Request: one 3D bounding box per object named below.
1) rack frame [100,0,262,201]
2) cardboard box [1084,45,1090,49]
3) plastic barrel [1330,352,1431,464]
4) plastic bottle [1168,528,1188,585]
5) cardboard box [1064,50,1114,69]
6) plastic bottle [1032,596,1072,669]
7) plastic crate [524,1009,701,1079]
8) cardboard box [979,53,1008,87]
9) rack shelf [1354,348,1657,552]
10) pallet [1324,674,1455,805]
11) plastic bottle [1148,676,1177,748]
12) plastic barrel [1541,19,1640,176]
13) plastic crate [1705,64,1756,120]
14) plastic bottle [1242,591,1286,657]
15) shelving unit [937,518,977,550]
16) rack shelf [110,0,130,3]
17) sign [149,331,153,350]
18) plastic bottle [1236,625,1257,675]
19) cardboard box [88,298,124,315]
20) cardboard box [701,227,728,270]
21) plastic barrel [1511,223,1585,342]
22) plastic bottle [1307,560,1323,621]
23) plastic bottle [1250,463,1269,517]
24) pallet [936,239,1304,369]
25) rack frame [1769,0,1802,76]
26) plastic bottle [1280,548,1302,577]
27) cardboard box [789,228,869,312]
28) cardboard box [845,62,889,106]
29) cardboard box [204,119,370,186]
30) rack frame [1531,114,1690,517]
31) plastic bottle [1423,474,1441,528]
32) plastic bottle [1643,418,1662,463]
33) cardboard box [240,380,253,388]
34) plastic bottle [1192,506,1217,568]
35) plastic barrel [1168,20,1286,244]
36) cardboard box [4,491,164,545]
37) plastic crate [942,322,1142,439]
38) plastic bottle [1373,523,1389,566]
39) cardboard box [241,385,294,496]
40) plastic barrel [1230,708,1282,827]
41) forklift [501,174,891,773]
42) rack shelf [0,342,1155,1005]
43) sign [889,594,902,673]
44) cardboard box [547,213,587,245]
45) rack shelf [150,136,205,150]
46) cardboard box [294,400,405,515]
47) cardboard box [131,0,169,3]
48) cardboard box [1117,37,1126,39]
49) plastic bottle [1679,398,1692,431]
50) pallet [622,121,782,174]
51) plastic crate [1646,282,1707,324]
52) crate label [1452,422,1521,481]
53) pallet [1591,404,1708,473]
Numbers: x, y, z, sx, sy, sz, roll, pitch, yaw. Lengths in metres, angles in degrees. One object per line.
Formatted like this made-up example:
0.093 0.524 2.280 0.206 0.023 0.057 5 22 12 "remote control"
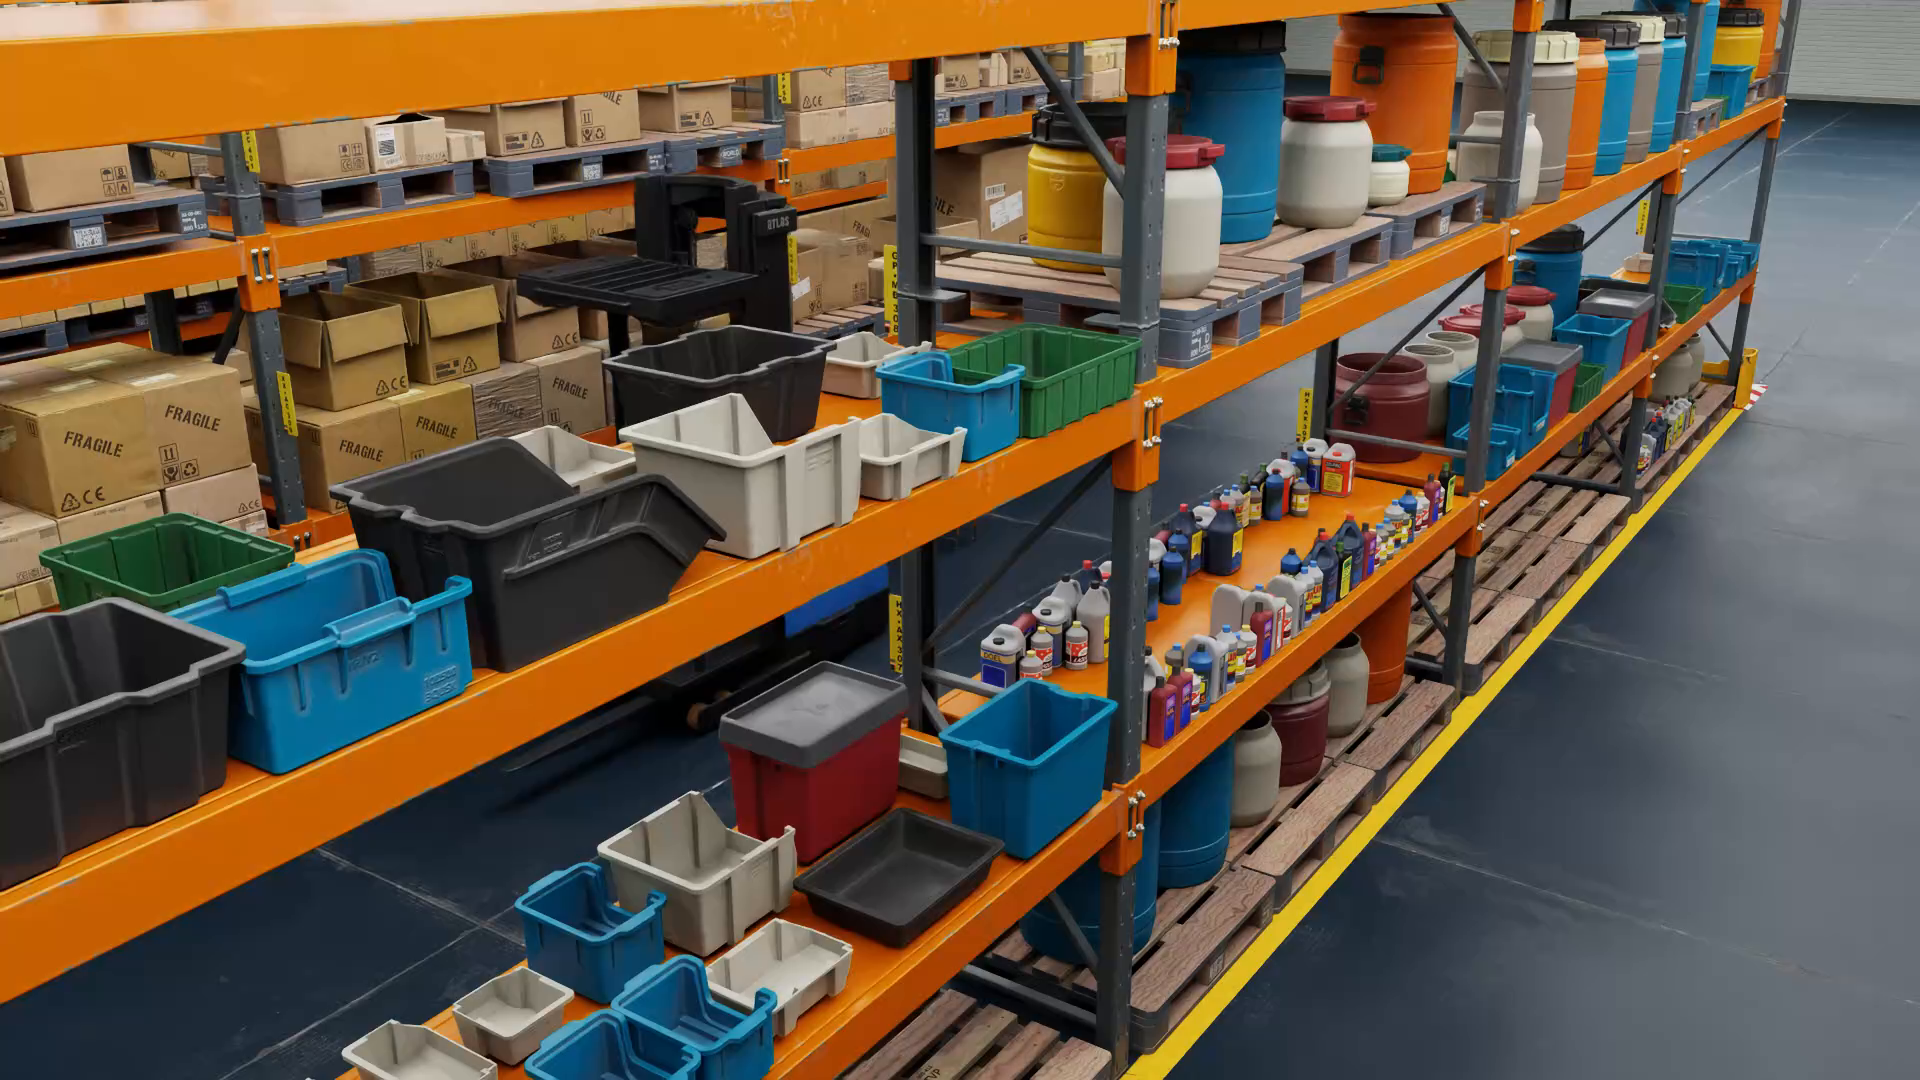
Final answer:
-3.877 -3.169 7.862 1.000 3.000 0.127 13 24 32 "rack frame"
0.993 -4.556 15.576 0.380 0.149 0.250 12 24 30 "cardboard box"
2.478 -0.793 9.890 0.600 0.536 0.708 13 24 32 "plastic barrel"
1.036 0.075 7.924 0.097 0.271 0.097 0 20 0 "plastic bottle"
1.151 -4.297 14.876 0.380 0.149 0.250 12 23 29 "cardboard box"
0.379 0.388 7.072 0.152 0.276 0.135 13 24 32 "plastic bottle"
-0.878 1.424 4.246 0.416 0.233 0.300 13 24 32 "plastic crate"
0.174 -3.902 13.756 0.396 0.266 0.258 14 25 34 "cardboard box"
3.592 -0.774 11.070 1.077 0.370 4.000 13 24 32 "rack shelf"
2.059 1.005 9.244 1.003 0.211 1.213 13 24 32 "pallet"
0.778 0.643 6.371 0.061 0.283 0.133 13 24 32 "plastic bottle"
3.875 -2.763 10.366 0.600 0.901 0.708 13 24 32 "plastic barrel"
6.142 -3.626 13.444 0.392 0.384 0.575 13 24 32 "plastic crate"
1.315 0.344 7.189 0.152 0.276 0.135 13 24 32 "plastic bottle"
-0.030 -0.477 12.041 0.215 1.050 0.252 13 24 32 "shelving unit"
-2.753 -3.218 9.607 1.077 0.370 4.000 13 24 32 "rack shelf"
-4.331 -0.964 8.994 0.100 0.325 0.005 13 24 32 "sign"
1.198 0.456 6.994 0.097 0.201 0.097 0 20 0 "plastic bottle"
-6.591 -1.830 12.645 0.380 0.149 0.250 13 24 31 "cardboard box"
-3.014 -3.014 18.548 0.875 0.875 0.875 14 24 33 "cardboard box"
4.249 -1.868 12.270 0.600 0.901 0.708 13 24 32 "plastic barrel"
1.588 0.224 7.521 0.097 0.271 0.097 0 20 0 "plastic bottle"
1.584 -0.259 8.810 0.061 0.283 0.133 13 24 32 "plastic bottle"
0.579 -0.952 6.463 1.213 0.211 1.003 13 24 32 "pallet"
6.965 -5.646 14.558 1.000 3.000 0.127 13 24 32 "rack frame"
1.524 0.168 7.672 0.097 0.271 0.097 0 20 0 "plastic bottle"
-1.127 -2.089 12.841 0.700 0.500 0.500 18 27 40 "cardboard box"
-0.863 -3.421 12.001 0.500 0.500 0.500 13 24 32 "cardboard box"
-3.559 -2.175 8.747 0.700 0.500 0.500 14 24 33 "cardboard box"
4.716 -1.685 12.496 1.000 3.000 0.127 13 24 32 "rack frame"
2.464 -0.217 8.696 0.061 0.283 0.133 13 24 32 "plastic bottle"
5.513 -0.800 13.287 0.144 0.351 0.185 14 25 33 "plastic bottle"
-6.122 -1.136 14.010 0.500 0.500 0.500 14 25 34 "cardboard box"
1.178 -0.020 8.174 0.152 0.276 0.135 13 24 32 "plastic bottle"
1.052 -1.748 7.015 0.600 0.901 0.708 13 24 32 "plastic barrel"
-4.197 -0.098 7.993 0.500 0.250 0.500 14 25 33 "cardboard box"
0.231 -0.517 5.319 0.450 0.188 0.662 13 24 32 "plastic crate"
2.055 0.019 8.178 0.097 0.201 0.097 0 20 0 "plastic bottle"
-3.840 -0.590 9.392 0.500 0.500 0.500 13 24 32 "cardboard box"
1.329 1.080 8.003 0.421 0.512 0.421 0 20 0 "plastic barrel"
-1.700 -0.483 9.346 1.130 2.935 3.031 14 24 32 "forklift"
-0.905 0.115 4.344 1.077 0.370 4.000 13 24 32 "rack shelf"
-0.235 0.373 6.535 0.100 0.325 0.005 13 24 32 "sign"
-4.065 -3.202 16.454 0.500 0.500 0.500 14 24 32 "cardboard box"
-6.798 -2.995 12.752 1.077 0.370 4.000 13 24 32 "rack shelf"
-3.412 -0.486 9.110 0.500 0.500 0.500 13 24 32 "cardboard box"
-11.014 -7.351 22.868 0.500 0.311 0.500 14 24 33 "cardboard box"
1.811 -5.253 16.525 0.500 0.500 0.500 13 24 32 "cardboard box"
6.131 -1.082 14.159 0.152 0.276 0.135 13 24 32 "plastic bottle"
-1.946 -2.626 10.990 1.213 0.211 1.003 15 25 34 "pallet"
5.713 -1.920 13.437 0.450 0.188 0.662 13 24 32 "plastic crate"
3.015 -0.507 9.552 0.303 0.233 0.416 13 24 32 "crate label"
5.814 -0.913 14.429 1.003 0.211 1.213 13 24 32 "pallet"
